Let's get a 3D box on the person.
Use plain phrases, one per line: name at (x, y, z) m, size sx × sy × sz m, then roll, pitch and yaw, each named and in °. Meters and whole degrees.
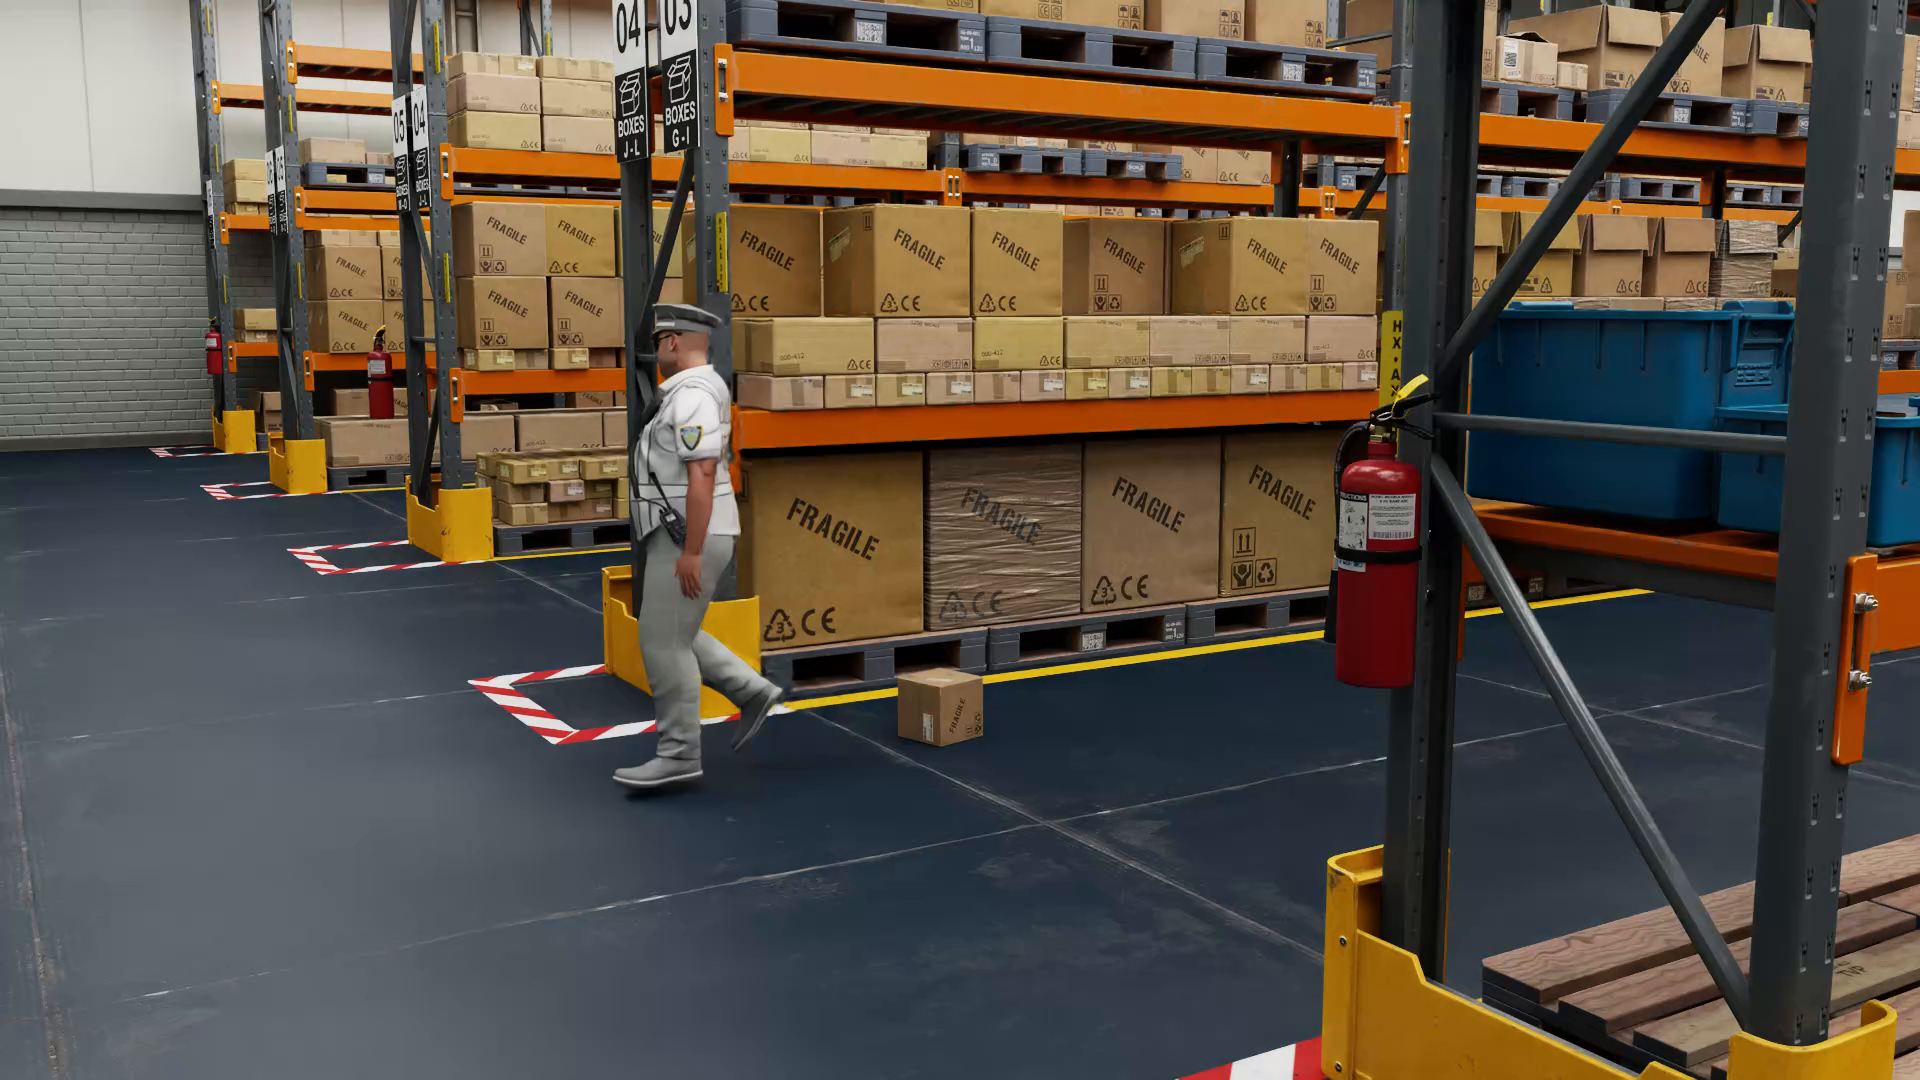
person at (-0.969, 0.006, 6.124) m, size 0.611 × 1.733 × 0.596 m, roll -1°, pitch 8°, yaw -5°
